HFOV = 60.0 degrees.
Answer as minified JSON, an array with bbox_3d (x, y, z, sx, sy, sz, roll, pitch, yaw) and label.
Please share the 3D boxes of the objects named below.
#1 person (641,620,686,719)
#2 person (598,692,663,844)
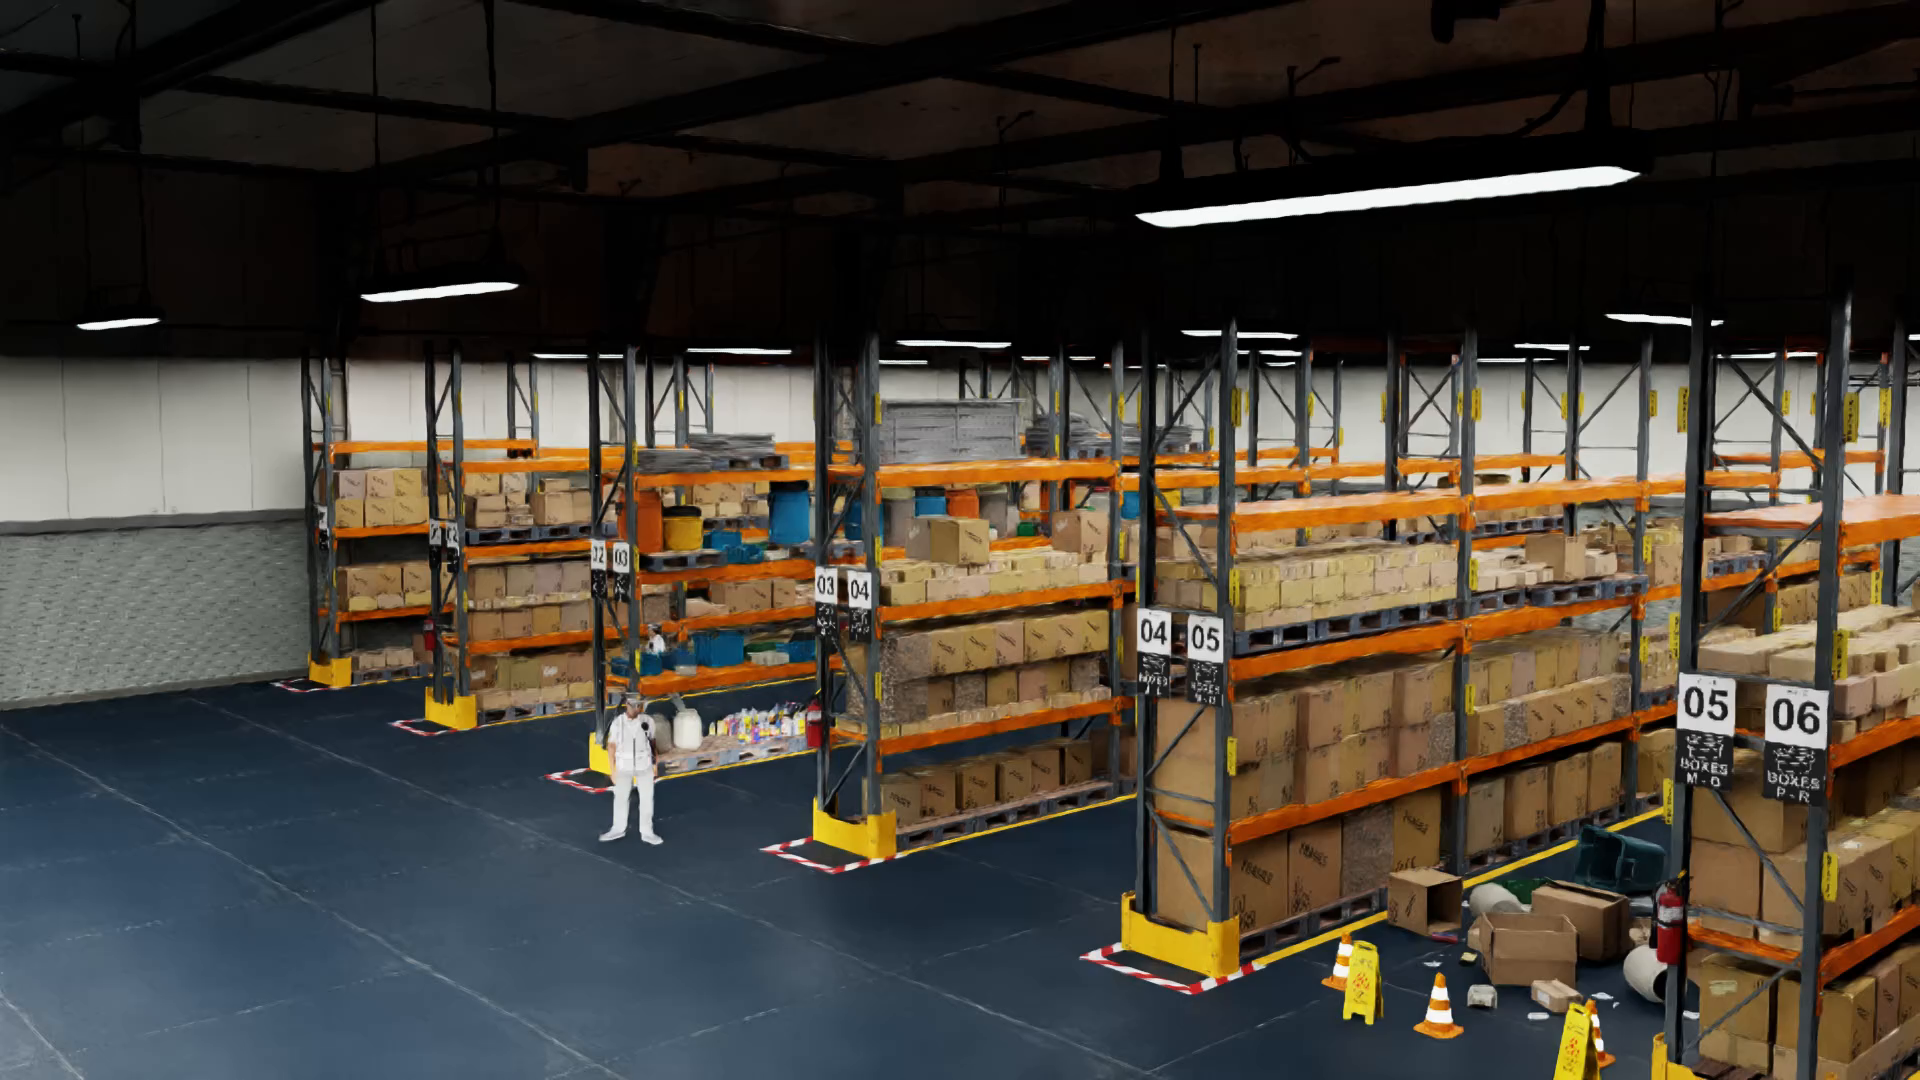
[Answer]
[{"bbox_3d":[-4.762,2.044,26.088,0.999,1.619,0.483,-3,6,-33],"label":"person"},{"bbox_3d":[-3.799,2.610,19.110,0.727,1.756,0.476,-1,5,-12],"label":"person"}]
